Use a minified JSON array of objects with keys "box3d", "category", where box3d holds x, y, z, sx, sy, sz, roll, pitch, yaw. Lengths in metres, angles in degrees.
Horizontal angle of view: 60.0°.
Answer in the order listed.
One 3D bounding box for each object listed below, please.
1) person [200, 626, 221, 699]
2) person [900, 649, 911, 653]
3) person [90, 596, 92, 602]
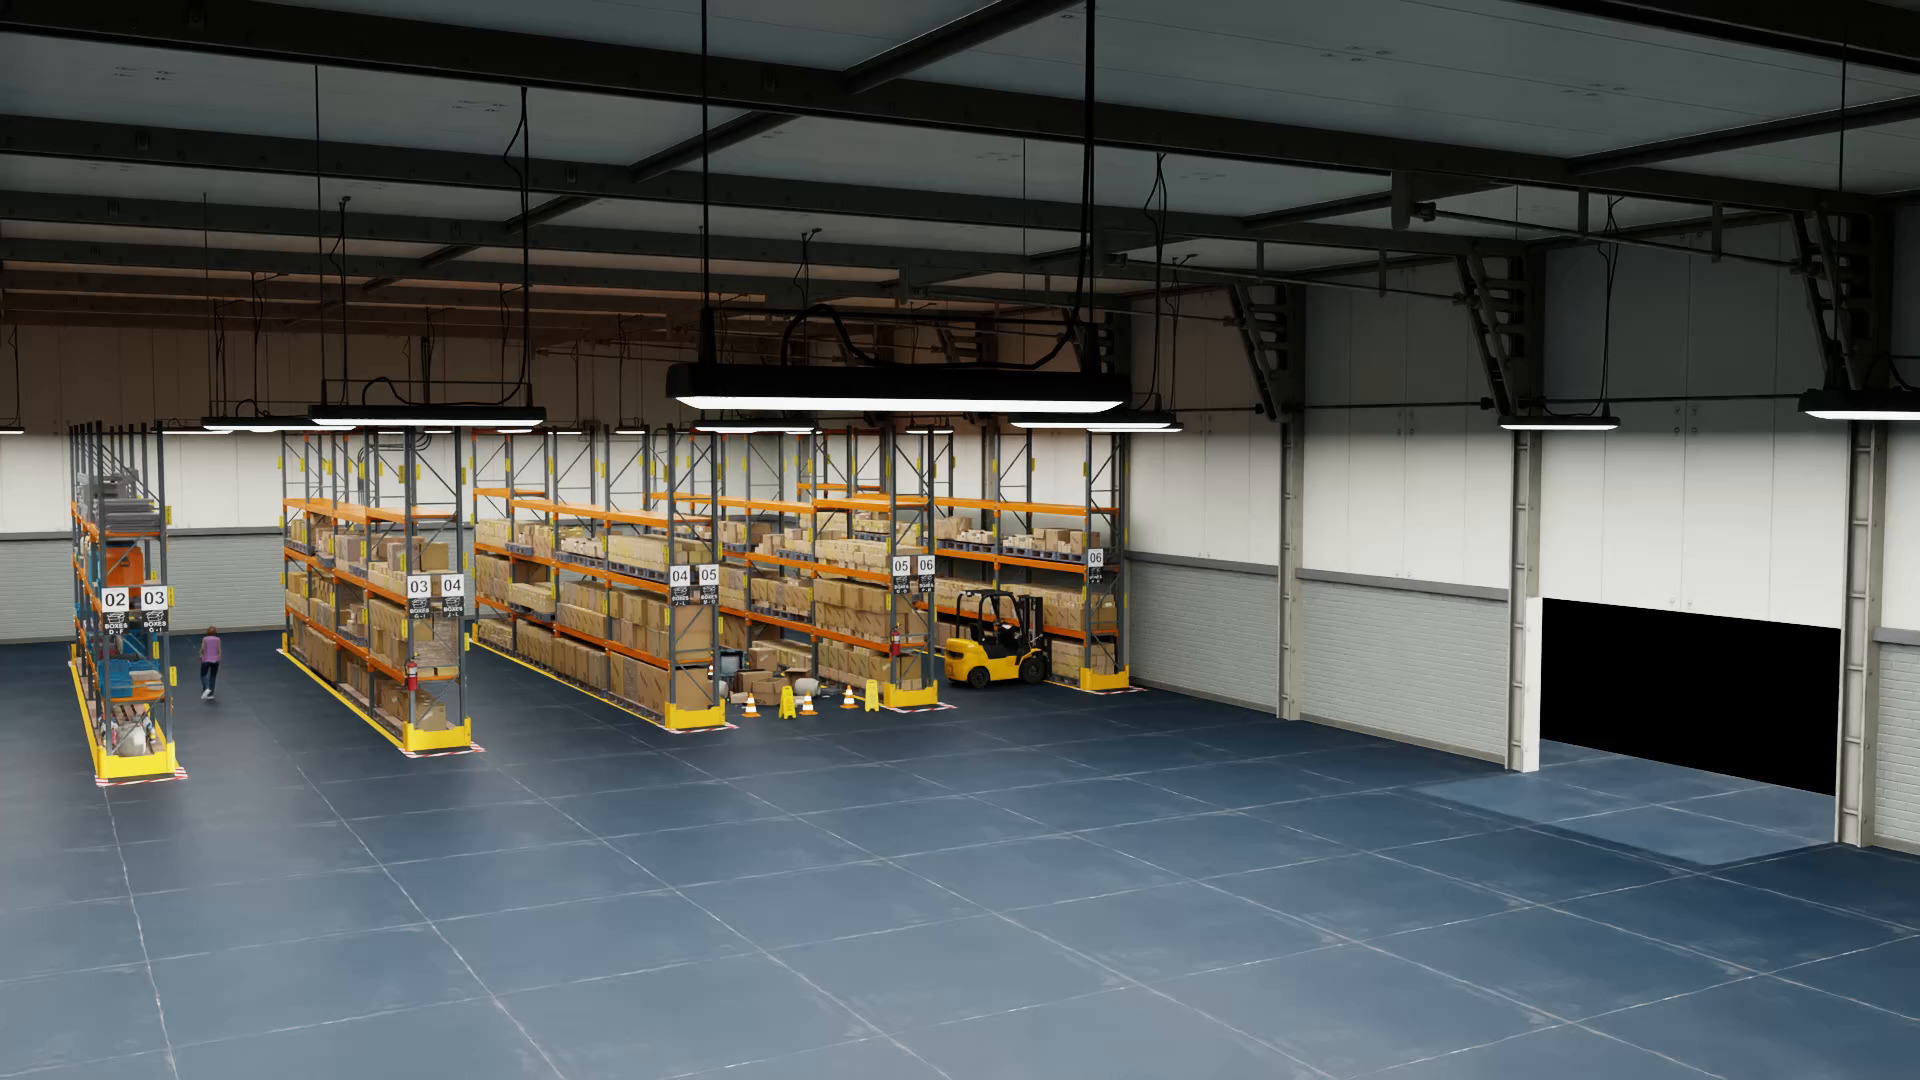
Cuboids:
[{"box3d":[-16.325,2.698,36.235,0.444,1.559,0.481,-2,4,-27],"category":"person"},{"box3d":[-1.356,2.434,39.751,0.681,1.680,0.777,-2,4,-28],"category":"person"},{"box3d":[-22.743,2.219,43.443,0.488,1.626,0.843,1,4,8],"category":"person"}]
